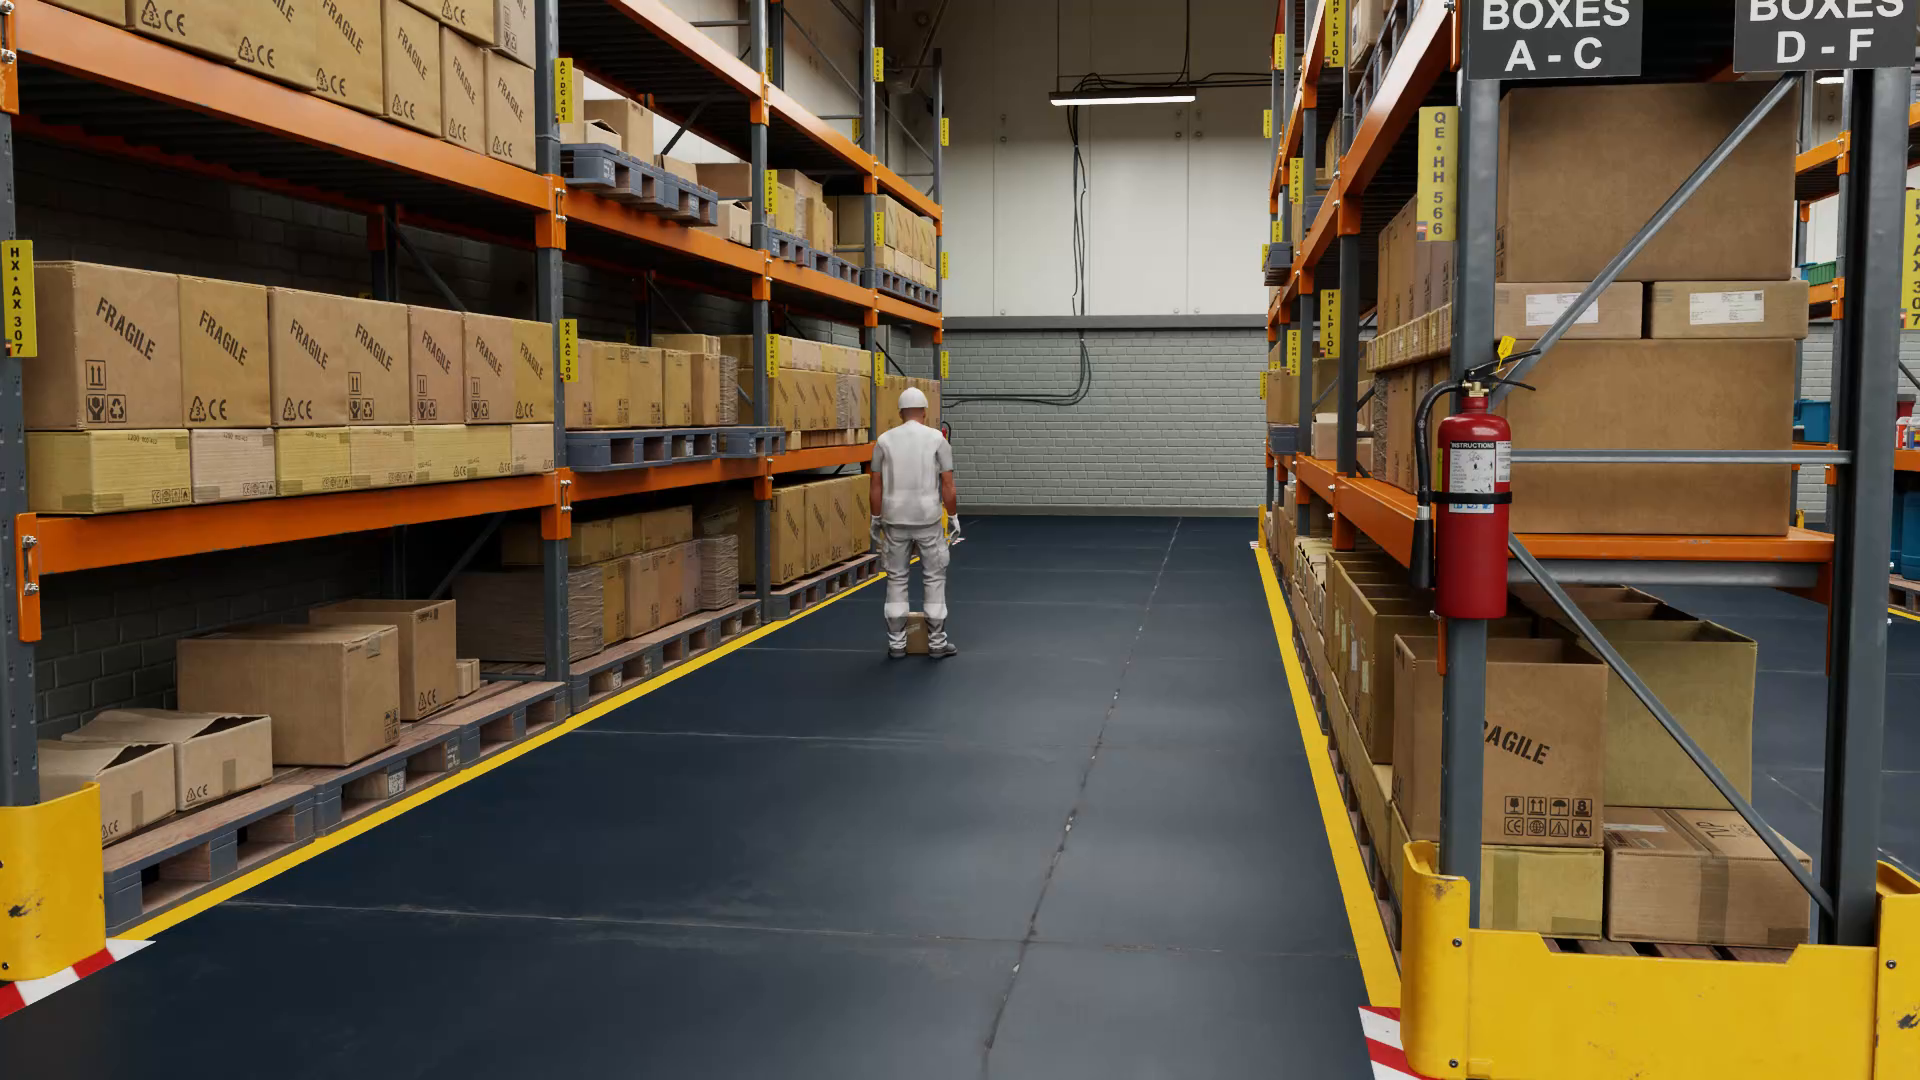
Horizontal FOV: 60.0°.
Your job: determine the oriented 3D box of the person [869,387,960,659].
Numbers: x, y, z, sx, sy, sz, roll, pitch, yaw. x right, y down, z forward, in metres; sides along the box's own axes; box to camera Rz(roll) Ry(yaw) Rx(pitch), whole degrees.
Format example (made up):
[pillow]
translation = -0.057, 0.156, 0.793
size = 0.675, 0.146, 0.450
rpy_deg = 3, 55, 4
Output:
[person]
translation = -0.299, -0.116, 10.985
size = 0.608, 1.779, 0.450
rpy_deg = 1, 4, 9
